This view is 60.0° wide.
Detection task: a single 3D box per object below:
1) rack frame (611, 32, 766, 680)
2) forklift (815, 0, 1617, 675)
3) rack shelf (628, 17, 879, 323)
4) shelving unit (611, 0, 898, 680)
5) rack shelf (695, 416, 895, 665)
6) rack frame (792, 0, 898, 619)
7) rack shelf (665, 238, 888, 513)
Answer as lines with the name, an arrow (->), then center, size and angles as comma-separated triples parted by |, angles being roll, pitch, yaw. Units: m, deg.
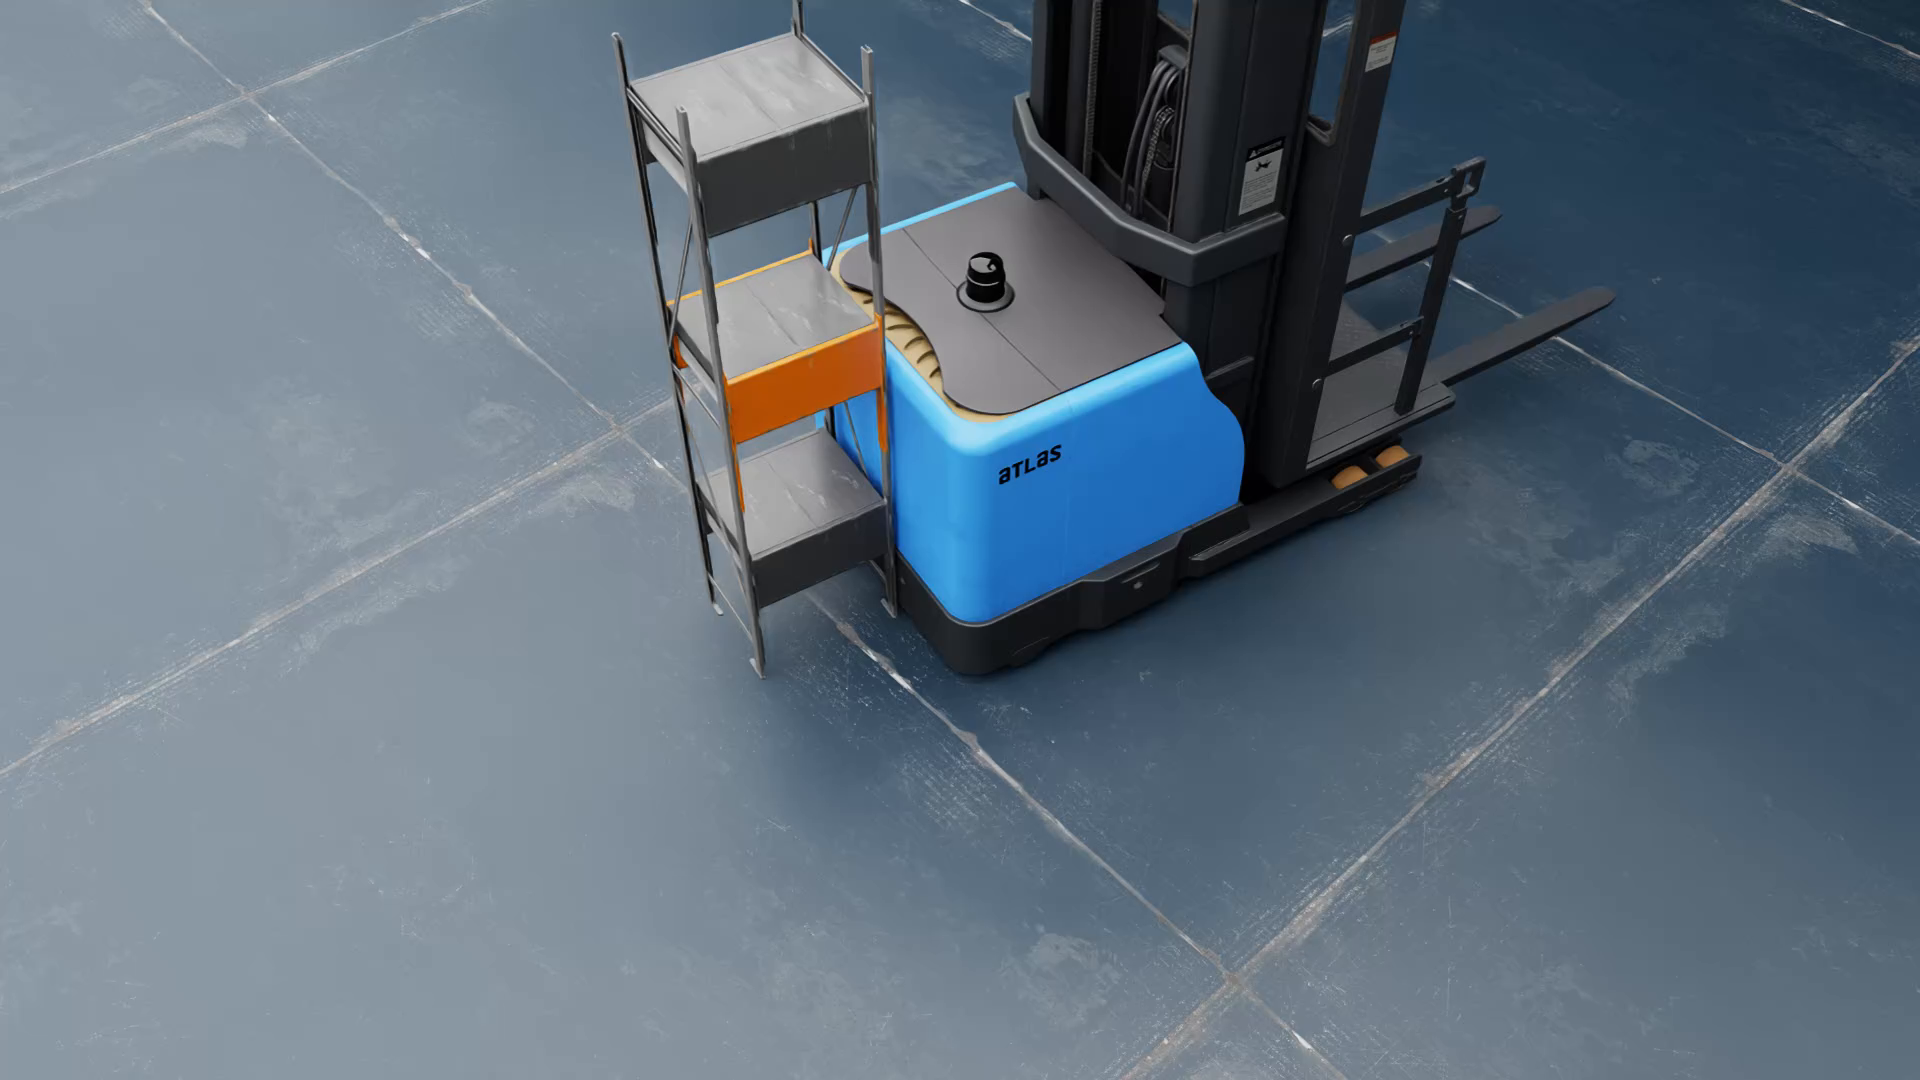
rack frame -> -0.734, -0.390, 4.681 | 0.015, 2.100, 0.400 | -24, 52, -21
forklift -> 1.027, -1.398, 5.046 | 3.031, 2.935, 1.130 | -24, 52, -21
rack shelf -> -0.526, -0.949, 4.263 | 0.480, 0.518, 0.431 | -24, 52, -21
shelving unit -> -0.526, -0.483, 4.767 | 0.503, 2.100, 0.431 | -24, 52, -21
rack shelf -> -0.526, 0.001, 5.292 | 0.480, 0.518, 0.431 | -24, 52, -21
rack frame -> -0.318, -0.577, 4.854 | 0.015, 2.100, 0.400 | -24, 52, -21
rack shelf -> -0.526, -0.474, 4.777 | 0.480, 0.518, 0.431 | -24, 52, -21
